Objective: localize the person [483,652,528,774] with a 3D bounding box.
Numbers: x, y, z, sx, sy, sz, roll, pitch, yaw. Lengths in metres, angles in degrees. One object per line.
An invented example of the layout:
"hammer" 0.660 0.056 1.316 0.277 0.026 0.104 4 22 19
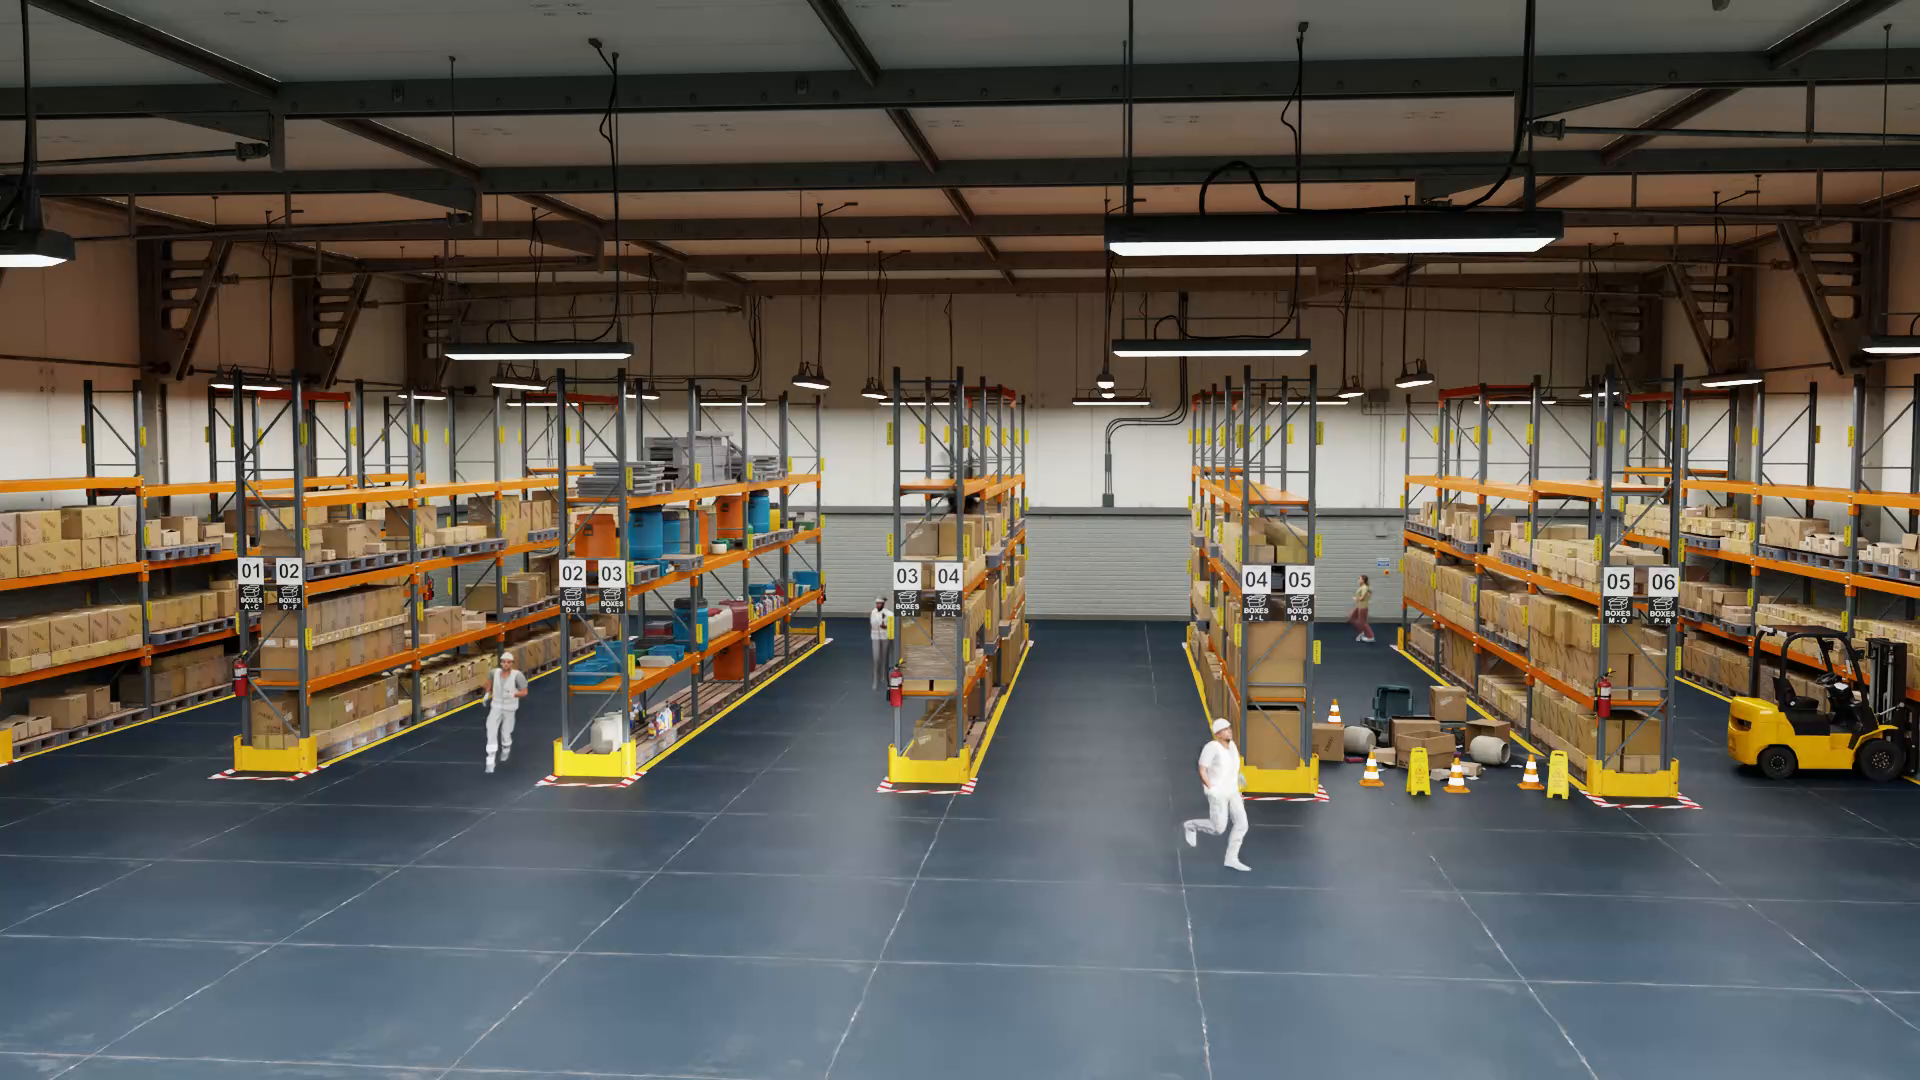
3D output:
"person" -6.853 2.589 25.089 0.695 1.839 0.847 0 4 -3

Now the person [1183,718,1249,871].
"person" 3.030 2.945 19.433 0.679 1.736 0.813 -3 5 -43

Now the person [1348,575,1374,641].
"person" 9.786 1.663 40.449 0.632 1.650 0.565 0 4 3

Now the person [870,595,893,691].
"person" -1.463 1.923 31.440 0.553 1.768 0.752 1 4 9
